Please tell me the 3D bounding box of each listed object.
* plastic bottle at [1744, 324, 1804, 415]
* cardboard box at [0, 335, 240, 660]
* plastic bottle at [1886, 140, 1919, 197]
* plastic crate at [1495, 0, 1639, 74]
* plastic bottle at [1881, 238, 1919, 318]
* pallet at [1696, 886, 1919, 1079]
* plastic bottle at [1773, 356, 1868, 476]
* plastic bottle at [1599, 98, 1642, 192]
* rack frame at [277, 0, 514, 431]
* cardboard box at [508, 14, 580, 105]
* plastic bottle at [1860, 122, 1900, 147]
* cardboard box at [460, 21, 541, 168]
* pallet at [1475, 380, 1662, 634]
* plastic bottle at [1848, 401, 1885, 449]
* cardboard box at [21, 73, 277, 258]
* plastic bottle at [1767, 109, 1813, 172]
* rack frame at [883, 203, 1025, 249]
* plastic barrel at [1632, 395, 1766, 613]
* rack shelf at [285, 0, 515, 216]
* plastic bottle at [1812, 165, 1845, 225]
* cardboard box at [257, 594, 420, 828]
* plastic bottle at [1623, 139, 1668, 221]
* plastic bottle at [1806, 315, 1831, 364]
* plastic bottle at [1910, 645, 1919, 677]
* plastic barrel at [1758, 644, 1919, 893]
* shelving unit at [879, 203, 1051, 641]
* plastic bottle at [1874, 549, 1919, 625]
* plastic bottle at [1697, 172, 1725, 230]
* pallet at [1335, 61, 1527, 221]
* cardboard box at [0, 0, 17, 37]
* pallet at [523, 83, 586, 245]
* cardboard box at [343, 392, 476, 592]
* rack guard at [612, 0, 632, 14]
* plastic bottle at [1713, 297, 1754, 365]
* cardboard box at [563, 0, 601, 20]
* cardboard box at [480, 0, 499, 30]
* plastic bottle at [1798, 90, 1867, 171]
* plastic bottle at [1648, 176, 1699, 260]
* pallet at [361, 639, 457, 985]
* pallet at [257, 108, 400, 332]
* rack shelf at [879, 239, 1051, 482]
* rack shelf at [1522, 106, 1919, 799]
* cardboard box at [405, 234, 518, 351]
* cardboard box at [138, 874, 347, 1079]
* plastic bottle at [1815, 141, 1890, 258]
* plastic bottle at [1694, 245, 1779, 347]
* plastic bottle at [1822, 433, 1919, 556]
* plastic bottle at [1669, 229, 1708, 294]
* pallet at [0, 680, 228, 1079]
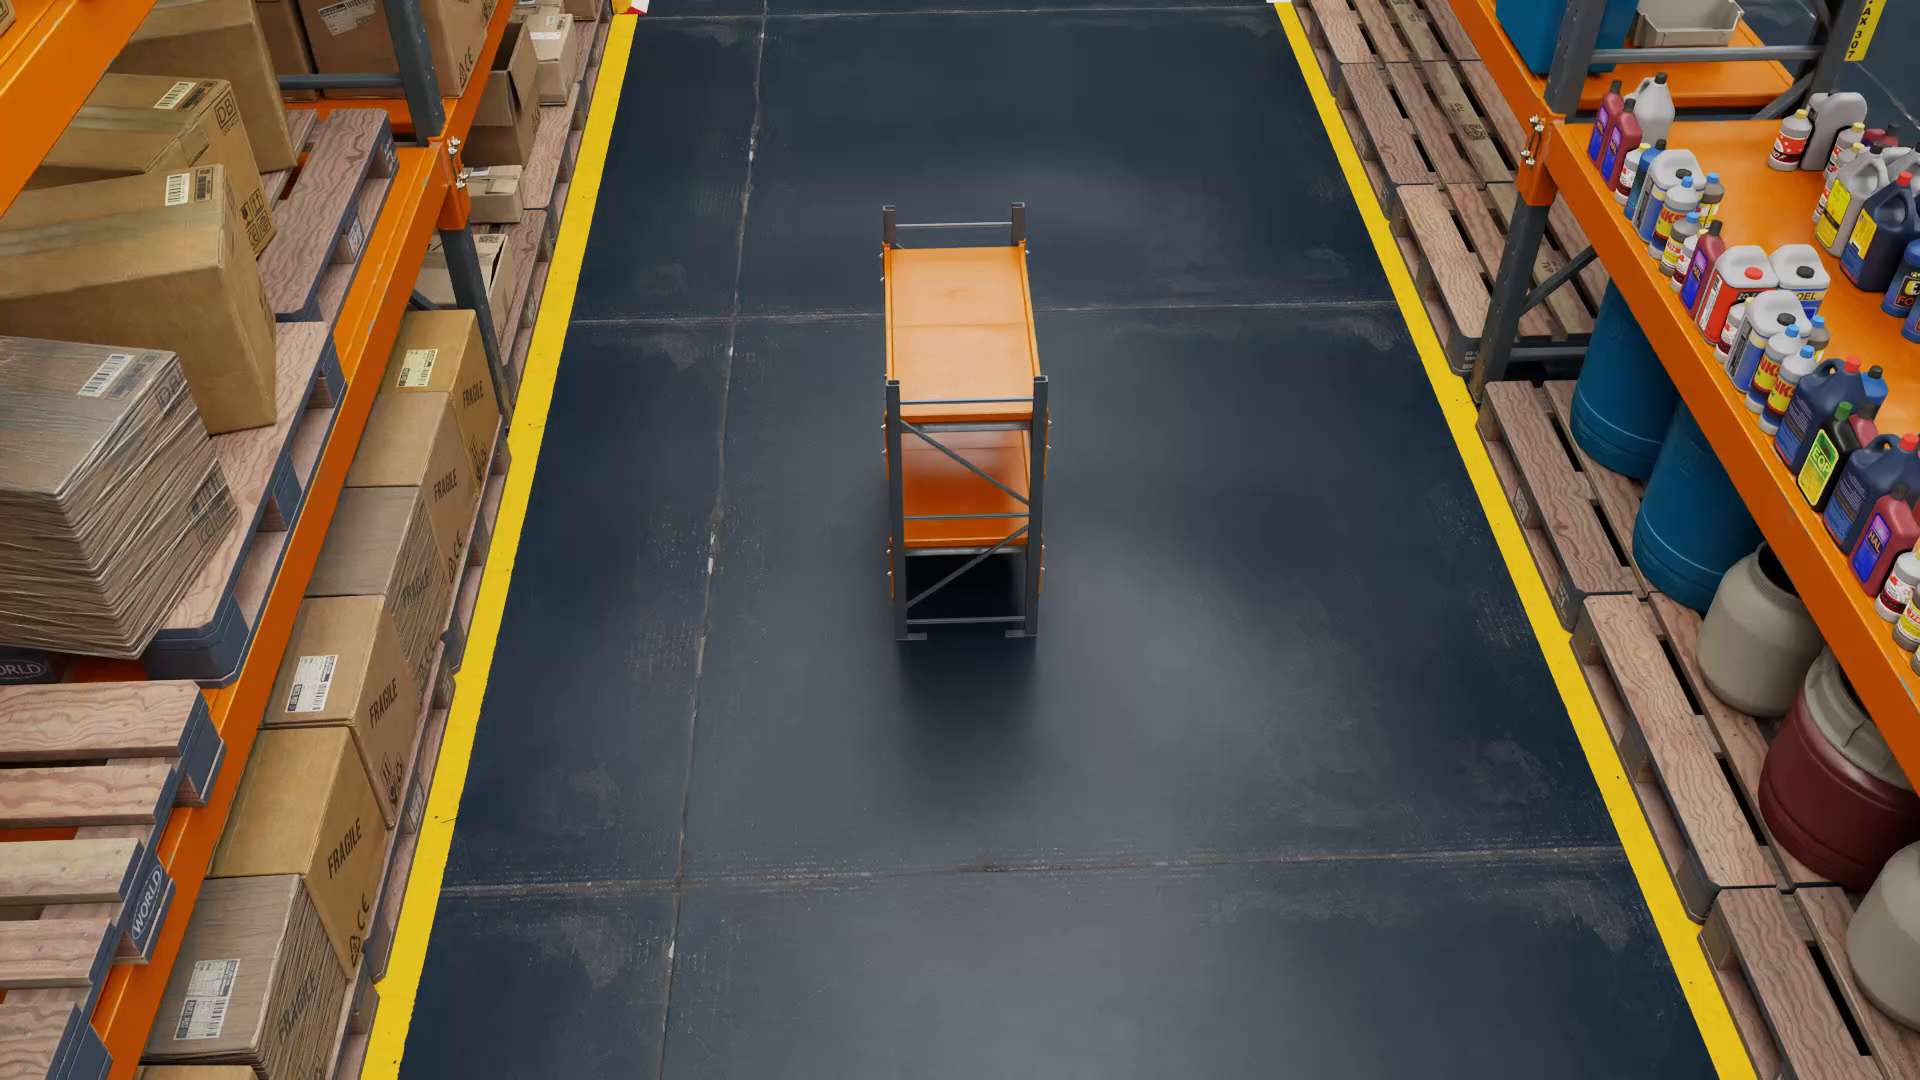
[{"bbox_3d":[2.287,-0.483,4.653,0.097,0.271,0.097,0,43,0],"label":"plastic bottle"},{"bbox_3d":[-2.145,-0.112,3.767,0.700,0.500,0.500,6,43,6],"label":"cardboard box"},{"bbox_3d":[2.987,-1.086,5.251,0.144,0.351,0.185,-2,43,-2],"label":"plastic bottle"},{"bbox_3d":[2.261,-2.037,6.219,0.392,0.384,0.575,-2,43,-2],"label":"plastic crate"},{"bbox_3d":[2.874,-0.808,5.006,0.097,0.271,0.097,0,43,0],"label":"plastic bottle"},{"bbox_3d":[2.716,1.482,4.477,1.003,0.211,1.213,-2,43,-2],"label":"pallet"},{"bbox_3d":[2.321,-0.352,4.451,0.144,0.351,0.185,-2,43,-2],"label":"plastic bottle"},{"bbox_3d":[2.217,-1.322,5.559,0.061,0.283,0.133,-2,43,-2],"label":"plastic bottle"},{"bbox_3d":[-2.328,-1.575,5.749,1.000,3.000,0.127,-2,43,-2],"label":"rack frame"},{"bbox_3d":[-2.218,-2.422,8.382,0.500,0.250,0.500,-2,43,-2],"label":"cardboard box"},{"bbox_3d":[3.017,-1.260,5.491,0.061,0.283,0.133,-2,43,-2],"label":"plastic bottle"},{"bbox_3d":[-2.412,-2.086,7.827,0.797,0.503,0.637,-2,43,-2],"label":"cardboard box"},{"bbox_3d":[2.613,-0.165,6.274,1.003,0.211,1.213,-2,43,-2],"label":"pallet"},{"bbox_3d":[2.347,-0.221,4.357,0.061,0.283,0.133,-2,43,-2],"label":"plastic bottle"},{"bbox_3d":[-2.438,-0.978,4.713,0.700,0.500,0.500,5,43,5],"label":"cardboard box"},{"bbox_3d":[2.837,-1.369,5.671,0.097,0.201,0.097,0,43,0],"label":"plastic bottle"},{"bbox_3d":[-0.022,-0.762,6.249,0.500,1.125,0.032,-2,43,-2],"label":"rack frame"},{"bbox_3d":[2.658,-0.251,5.546,0.600,0.901,0.708,-2,43,-2],"label":"plastic barrel"},{"bbox_3d":[-2.412,-2.660,7.465,1.077,0.370,4.000,-2,43,-2],"label":"rack shelf"},{"bbox_3d":[2.853,-1.122,5.401,0.097,0.201,0.097,0,43,0],"label":"plastic bottle"},{"bbox_3d":[-1.963,0.525,4.982,0.500,0.500,0.500,-3,43,-3],"label":"cardboard box"},{"bbox_3d":[2.244,-1.175,5.407,0.097,0.271,0.097,0,43,0],"label":"plastic bottle"},{"bbox_3d":[2.434,-0.553,4.780,0.097,0.201,0.097,0,43,0],"label":"plastic bottle"},{"bbox_3d":[2.331,0.235,3.921,0.097,0.201,0.097,0,43,0],"label":"plastic bottle"},{"bbox_3d":[2.706,0.627,4.820,0.600,0.588,0.708,-2,43,-2],"label":"plastic barrel"},{"bbox_3d":[0.000,-0.419,5.875,0.538,1.125,1.048,-2,43,-2],"label":"shelving unit"},{"bbox_3d":[2.323,0.103,4.064,0.097,0.201,0.097,0,43,0],"label":"plastic bottle"},{"bbox_3d":[2.400,-1.088,5.364,0.097,0.201,0.097,0,43,0],"label":"plastic bottle"},{"bbox_3d":[2.497,-2.008,8.284,1.003,0.211,1.213,-2,43,-2],"label":"pallet"},{"bbox_3d":[-2.254,-1.007,2.834,0.910,0.500,0.500,-2,43,-2],"label":"cardboard box"},{"bbox_3d":[-2.411,-1.837,8.098,1.003,0.211,1.213,-2,43,-2],"label":"pallet"},{"bbox_3d":[-2.008,-0.157,5.726,0.500,0.500,0.500,-2,43,-2],"label":"cardboard box"},{"bbox_3d":[-2.494,-3.303,9.484,1.175,0.500,0.348,-2,43,-2],"label":"rack guard"},{"bbox_3d":[2.277,-0.614,4.847,0.097,0.201,0.097,0,43,0],"label":"plastic bottle"},{"bbox_3d":[-2.228,-3.157,8.998,0.500,0.500,0.500,-2,43,-2],"label":"cardboard box"},{"bbox_3d":[-2.102,-2.310,6.476,0.500,0.500,0.500,-1,43,-1],"label":"cardboard box"},{"bbox_3d":[2.961,-1.413,5.663,0.152,0.276,0.135,-2,43,-2],"label":"plastic bottle"},{"bbox_3d":[2.254,-1.018,5.236,0.097,0.271,0.097,0,43,0],"label":"plastic bottle"},{"bbox_3d":[-2.200,0.826,5.192,1.003,0.211,1.213,-2,43,-2],"label":"pallet"},{"bbox_3d":[-2.403,-0.962,5.222,1.003,0.211,1.213,-2,43,-2],"label":"pallet"},{"bbox_3d":[0.000,-0.635,5.677,0.538,0.278,1.000,-2,43,-2],"label":"rack shelf"},{"bbox_3d":[2.706,-0.100,4.671,1.077,0.370,4.000,-2,43,-2],"label":"rack shelf"},{"bbox_3d":[-2.129,-1.036,6.825,0.500,0.311,0.500,-2,43,-2],"label":"cardboard box"},{"bbox_3d":[-1.919,1.215,4.228,0.500,0.500,0.500,-3,43,-3],"label":"cardboard box"},{"bbox_3d":[2.843,-1.082,5.247,0.144,0.351,0.185,-2,43,-2],"label":"plastic bottle"},{"bbox_3d":[2.300,-0.721,4.908,0.152,0.276,0.135,-2,43,-2],"label":"plastic bottle"},{"bbox_3d":[2.334,-0.138,4.217,0.144,0.351,0.185,-2,43,-2],"label":"plastic bottle"},{"bbox_3d":[2.262,-0.861,5.116,0.097,0.201,0.097,0,43,0],"label":"plastic bottle"},{"bbox_3d":[-2.257,0.740,3.365,1.213,0.211,1.003,-2,43,-2],"label":"pallet"}]
